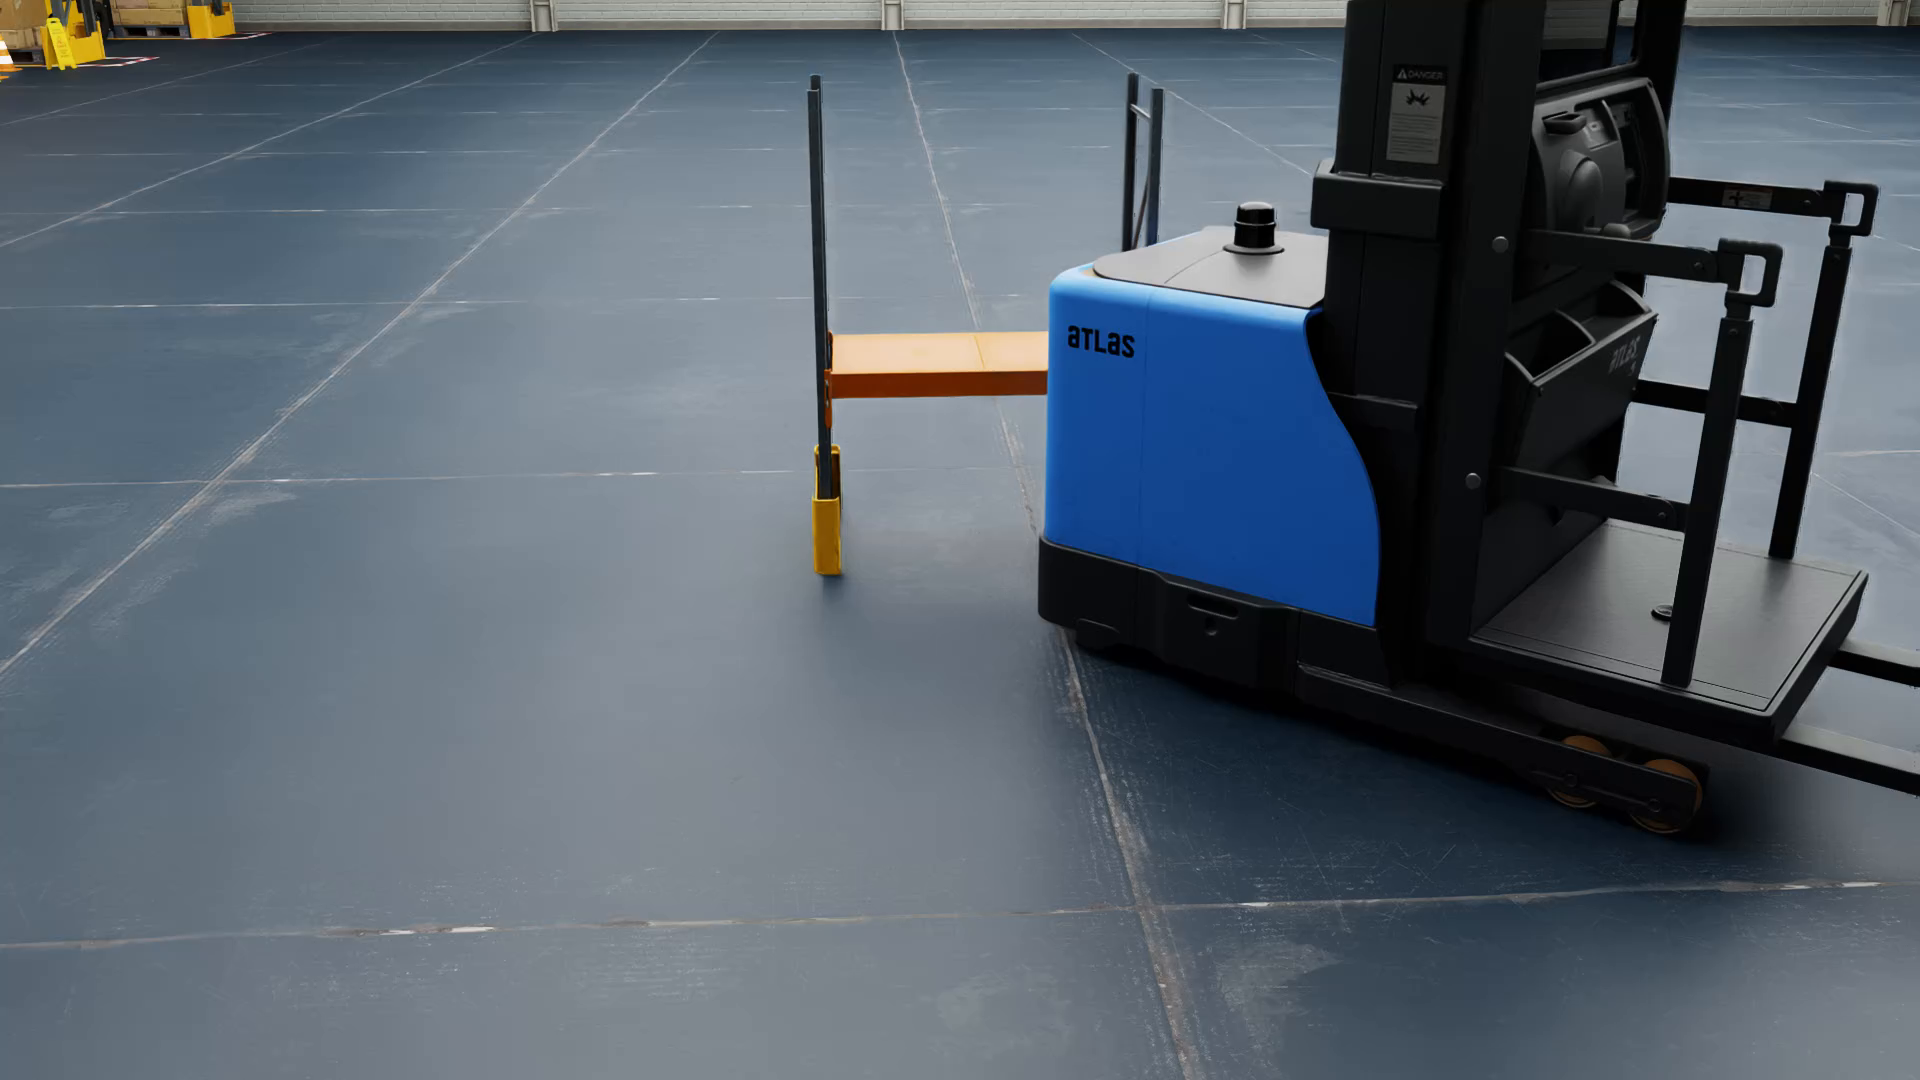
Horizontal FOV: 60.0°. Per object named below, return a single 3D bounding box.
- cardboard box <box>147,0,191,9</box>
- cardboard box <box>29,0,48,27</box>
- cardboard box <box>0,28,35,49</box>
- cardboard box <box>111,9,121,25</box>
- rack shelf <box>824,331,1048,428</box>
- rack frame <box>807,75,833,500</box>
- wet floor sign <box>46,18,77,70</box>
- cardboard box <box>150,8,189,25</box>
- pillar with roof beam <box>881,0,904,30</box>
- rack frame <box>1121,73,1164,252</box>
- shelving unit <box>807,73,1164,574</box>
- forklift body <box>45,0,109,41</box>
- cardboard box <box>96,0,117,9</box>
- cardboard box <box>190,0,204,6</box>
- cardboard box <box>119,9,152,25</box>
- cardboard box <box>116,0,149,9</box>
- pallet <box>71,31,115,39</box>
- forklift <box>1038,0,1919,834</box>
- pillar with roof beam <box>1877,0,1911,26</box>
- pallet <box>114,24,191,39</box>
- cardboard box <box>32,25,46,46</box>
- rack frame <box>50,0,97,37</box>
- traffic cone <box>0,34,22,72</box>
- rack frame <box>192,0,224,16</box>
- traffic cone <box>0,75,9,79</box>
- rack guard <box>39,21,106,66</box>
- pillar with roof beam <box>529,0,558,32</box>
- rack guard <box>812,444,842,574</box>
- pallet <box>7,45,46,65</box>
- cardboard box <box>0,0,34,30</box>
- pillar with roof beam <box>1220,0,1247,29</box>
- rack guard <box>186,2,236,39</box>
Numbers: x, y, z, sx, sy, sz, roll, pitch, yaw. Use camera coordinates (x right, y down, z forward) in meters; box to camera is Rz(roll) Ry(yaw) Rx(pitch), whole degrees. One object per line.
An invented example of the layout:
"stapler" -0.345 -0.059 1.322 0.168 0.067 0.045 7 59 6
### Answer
"cardboard box" -12.876 -8.792 27.070 0.500 0.250 0.500 -1 21 -4
"cardboard box" -12.966 -7.348 22.925 0.500 0.500 0.500 -2 21 -5
"cardboard box" -12.936 -6.804 22.550 0.500 0.250 0.500 -1 21 -3
"cardboard box" -13.856 -8.544 27.121 0.500 0.250 0.500 -1 21 -2
"rack shelf" 0.062 -0.540 5.436 1.000 0.185 0.538 -1 21 -3
"rack frame" -0.445 -0.696 5.342 0.032 1.500 0.500 -1 21 -3
"wet floor sign" -11.870 -6.528 21.862 0.232 0.644 0.267 6 22 16
"cardboard box" -12.859 -8.558 27.157 0.500 0.250 0.500 -1 21 -3
"pillar with roof beam" -0.928 -11.592 23.422 0.400 9.000 9.100 -1 21 -3
"rack frame" 0.570 -0.719 5.402 0.032 1.500 0.500 -1 21 -3
"shelving unit" 0.053 -0.708 5.372 1.083 1.500 0.587 -1 21 -3
"forklift body" -14.197 -8.685 25.410 1.214 2.155 2.313 -1 21 -3
"cardboard box" -13.892 -8.768 27.006 0.500 0.250 0.500 -2 21 -4
"cardboard box" -12.889 -8.977 27.556 0.500 0.250 0.500 -1 21 -2
"cardboard box" -13.356 -8.551 27.139 0.500 0.250 0.500 -1 21 -3
"cardboard box" -13.377 -8.786 27.053 0.500 0.250 0.500 -1 21 -4
"pallet" -14.384 -8.411 27.416 1.213 0.211 1.003 -1 21 -3
"forklift" 1.706 -0.906 3.881 3.031 2.935 1.130 15 26 35
"pillar with roof beam" 17.042 -11.958 24.382 0.400 9.000 9.100 -1 21 -3
"pallet" -13.169 -8.435 27.478 1.213 0.211 1.003 -1 21 -3
"cardboard box" -12.942 -6.998 23.060 0.500 0.250 0.500 -1 21 -3
"rack frame" -12.121 -8.005 22.431 0.127 3.000 1.000 -1 21 -3
"traffic cone" -12.476 -6.352 21.656 0.334 0.463 0.336 -1 21 -3
"rack frame" -12.408 -9.768 27.062 0.127 3.000 1.000 -1 21 -3
"traffic cone" -12.074 -5.965 20.638 0.334 0.463 0.336 -1 21 -3
"rack guard" -12.197 -6.835 22.872 0.348 0.500 1.175 -1 21 -3
"pillar with roof beam" -6.918 -11.470 23.102 0.400 9.000 9.100 -1 21 -3
"rack guard" -0.444 -0.112 5.564 0.087 0.250 0.587 -1 21 -3
"pallet" -13.010 -6.696 22.913 1.213 0.211 1.003 -1 21 -3
"cardboard box" -12.906 -7.158 22.426 0.500 0.500 0.500 -1 21 -3
"pillar with roof beam" 5.062 -11.714 23.742 0.400 9.000 9.100 -1 21 -3
"rack guard" -12.384 -8.600 27.508 0.348 0.500 1.175 -1 21 -3
